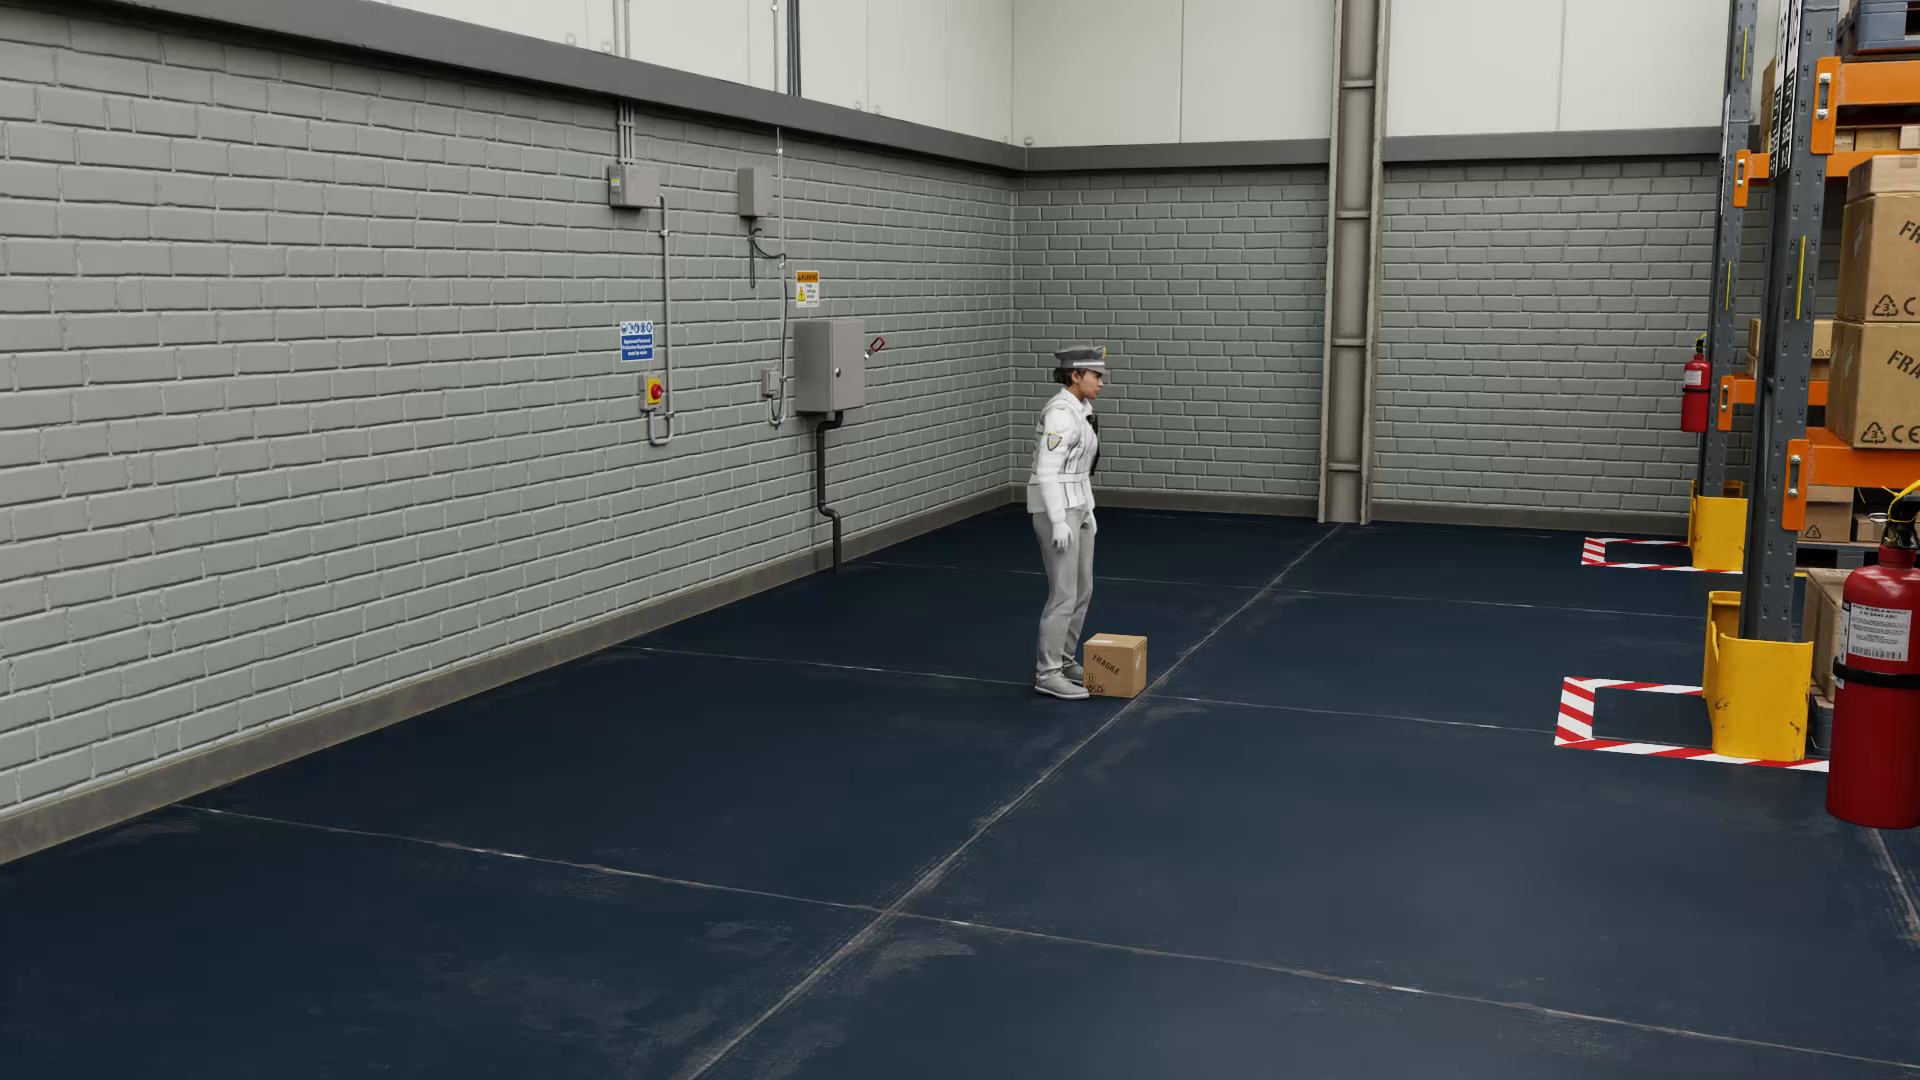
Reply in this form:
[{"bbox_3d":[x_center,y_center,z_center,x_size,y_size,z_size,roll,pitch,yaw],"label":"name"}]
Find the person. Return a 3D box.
[{"bbox_3d":[0.522,-0.103,8.007,0.371,1.663,0.530,3,9,21],"label":"person"}]
